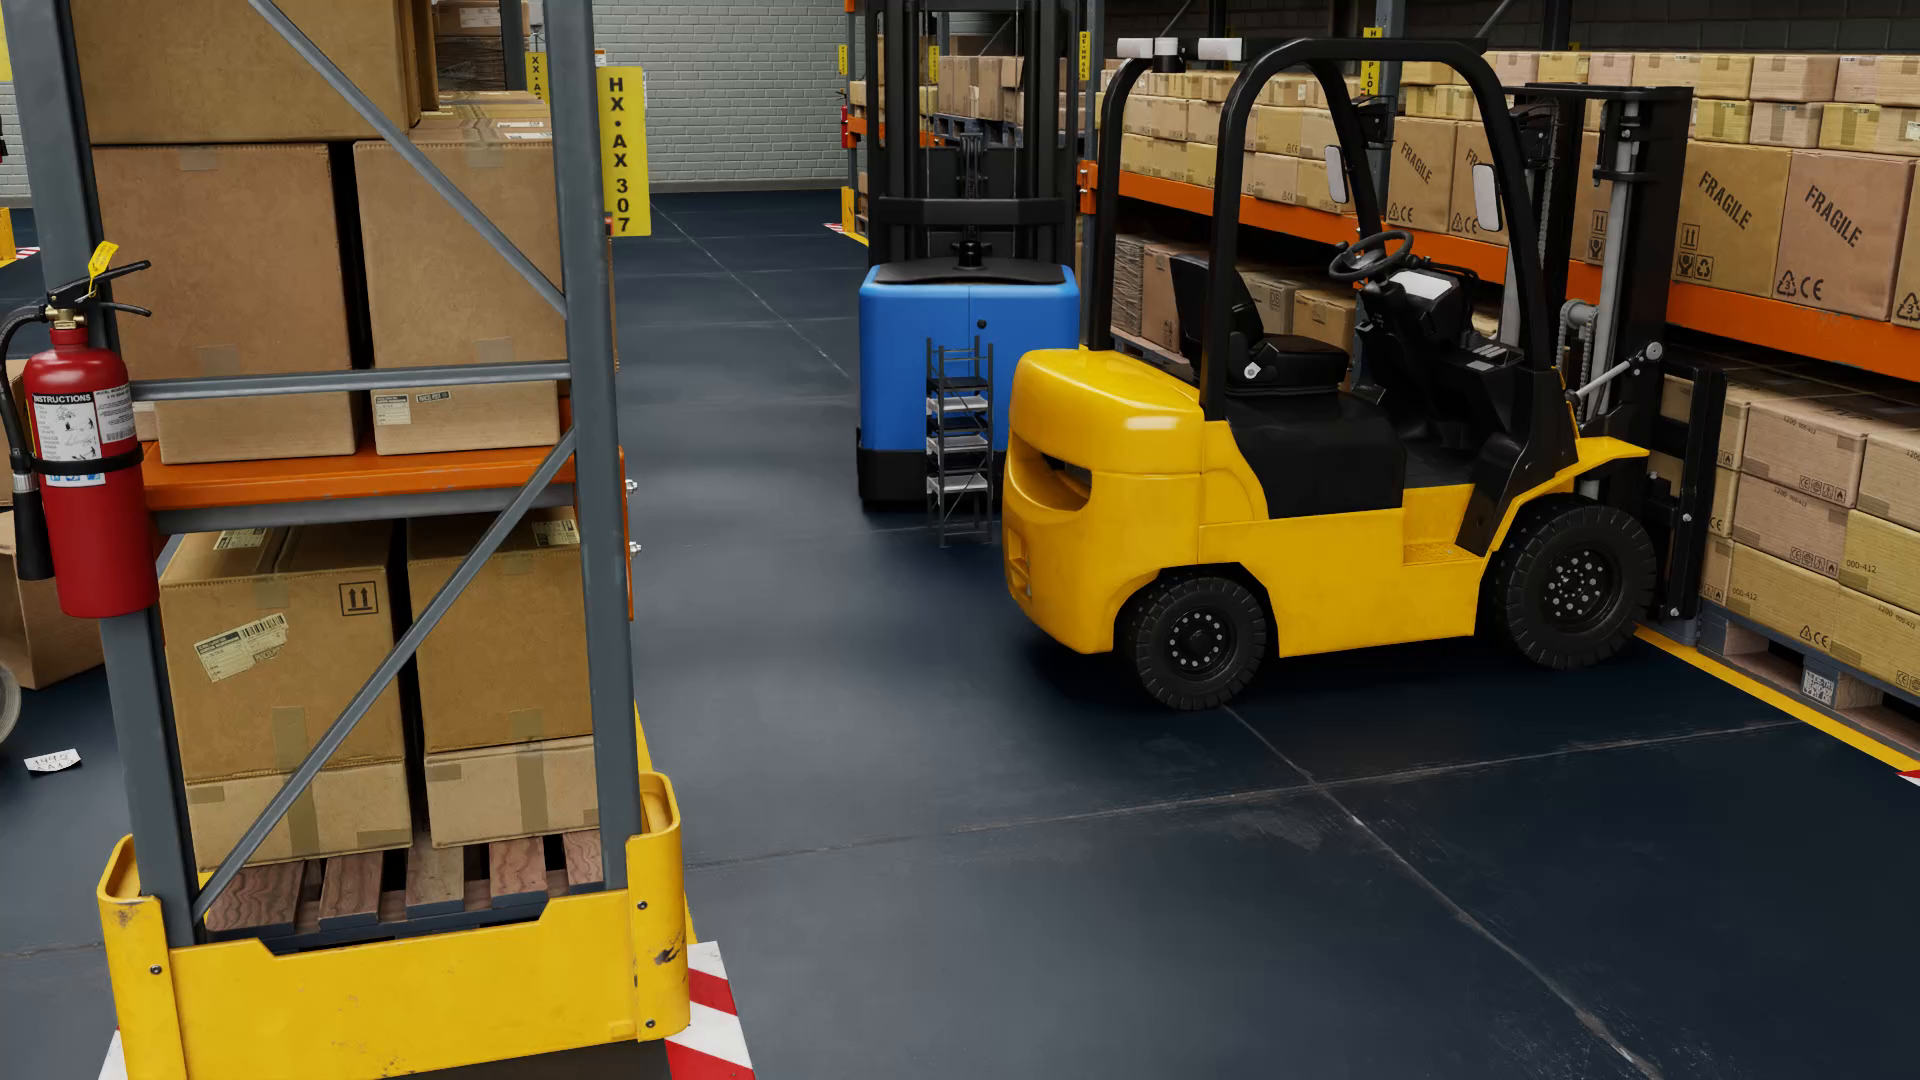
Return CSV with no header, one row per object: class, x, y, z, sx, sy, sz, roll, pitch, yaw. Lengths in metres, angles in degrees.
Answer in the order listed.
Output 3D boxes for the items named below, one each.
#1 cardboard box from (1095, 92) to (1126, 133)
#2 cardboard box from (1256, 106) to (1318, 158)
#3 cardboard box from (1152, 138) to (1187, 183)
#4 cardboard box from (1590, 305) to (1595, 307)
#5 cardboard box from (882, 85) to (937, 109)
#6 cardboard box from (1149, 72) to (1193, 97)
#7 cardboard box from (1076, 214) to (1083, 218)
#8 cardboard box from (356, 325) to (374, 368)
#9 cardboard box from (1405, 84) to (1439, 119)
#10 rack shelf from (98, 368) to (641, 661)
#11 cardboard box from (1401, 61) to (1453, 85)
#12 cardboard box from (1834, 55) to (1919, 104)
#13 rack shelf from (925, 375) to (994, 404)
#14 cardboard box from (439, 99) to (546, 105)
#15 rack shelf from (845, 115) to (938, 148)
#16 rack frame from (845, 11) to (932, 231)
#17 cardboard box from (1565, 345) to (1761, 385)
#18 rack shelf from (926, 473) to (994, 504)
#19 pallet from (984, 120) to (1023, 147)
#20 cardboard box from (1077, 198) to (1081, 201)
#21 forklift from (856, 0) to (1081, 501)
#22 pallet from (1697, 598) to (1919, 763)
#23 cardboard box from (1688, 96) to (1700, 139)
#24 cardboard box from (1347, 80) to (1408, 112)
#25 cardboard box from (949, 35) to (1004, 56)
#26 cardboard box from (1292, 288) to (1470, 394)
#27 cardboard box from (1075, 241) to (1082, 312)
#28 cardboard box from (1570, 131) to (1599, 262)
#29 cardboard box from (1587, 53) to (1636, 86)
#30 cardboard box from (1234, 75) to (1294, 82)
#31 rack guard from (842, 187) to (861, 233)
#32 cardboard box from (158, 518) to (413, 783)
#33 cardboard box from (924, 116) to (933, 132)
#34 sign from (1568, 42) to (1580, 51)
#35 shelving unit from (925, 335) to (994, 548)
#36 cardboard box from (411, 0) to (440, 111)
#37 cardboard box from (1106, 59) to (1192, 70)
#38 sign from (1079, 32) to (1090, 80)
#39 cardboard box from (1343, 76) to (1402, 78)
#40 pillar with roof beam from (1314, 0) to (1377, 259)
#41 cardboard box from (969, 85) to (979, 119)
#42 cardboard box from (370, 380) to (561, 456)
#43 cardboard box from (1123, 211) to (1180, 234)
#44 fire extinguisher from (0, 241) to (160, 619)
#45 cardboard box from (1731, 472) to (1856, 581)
cardboard box,1.247,-2.935,11.400,0.500,0.250,0.500,-5,17,-15
cardboard box,1.955,-2.230,9.053,0.500,0.250,0.500,-5,17,-17
cardboard box,1.553,-2.416,10.542,0.500,0.250,0.500,-5,18,-17
cardboard box,2.959,-0.908,7.573,0.500,0.250,0.500,-5,17,-16
cardboard box,-0.506,-4.629,17.392,0.500,0.250,0.500,-5,17,-17
cardboard box,1.443,-2.944,10.739,0.380,0.149,0.250,-4,17,-15
cardboard box,0.900,-2.416,12.767,0.380,0.149,0.250,-6,18,-18
cardboard box,-1.758,-0.556,4.525,0.380,0.149,0.250,-4,17,-14
cardboard box,2.318,-2.054,7.776,0.380,0.149,0.250,-5,17,-16
rack shelf,-1.738,-0.514,5.199,1.077,0.370,4.000,-5,17,-15
cardboard box,2.286,-2.194,7.725,0.380,0.149,0.250,-4,17,-14
cardboard box,3.089,-1.493,5.389,0.380,0.149,0.250,-5,17,-15
rack shelf,-0.002,-0.660,7.262,0.258,0.077,0.200,-5,17,-15
cardboard box,-1.632,-1.214,5.587,0.500,0.500,0.500,-4,17,-14
rack shelf,-0.264,-4.226,17.559,1.077,0.370,4.000,-5,17,-15
rack frame,-0.814,-5.124,19.297,1.000,3.000,0.127,-5,17,-15
cardboard box,2.730,-0.585,6.496,0.500,0.250,0.500,-5,17,-16
rack shelf,-0.002,-0.229,7.391,0.258,0.077,0.200,-5,17,-15
pallet,0.846,-3.357,13.747,1.003,0.211,1.213,-5,17,-15
cardboard box,1.101,-2.826,14.135,0.380,0.149,0.250,-5,18,-17
forklift,0.067,-1.955,8.866,1.130,2.935,3.031,0,17,1
pallet,3.333,0.429,5.658,1.003,0.211,1.213,-5,17,-15
cardboard box,2.860,-1.560,6.130,0.380,0.149,0.250,-5,17,-16
cardboard box,2.176,-2.240,8.395,0.380,0.149,0.250,-4,17,-13
cardboard box,0.132,-4.880,16.926,0.500,0.500,0.500,-5,17,-17
cardboard box,2.330,-1.012,9.005,0.875,0.625,0.625,-4,17,-13
cardboard box,1.062,-2.015,12.562,0.500,0.500,0.500,-4,17,-14
cardboard box,2.654,-1.427,6.814,0.500,0.500,0.500,-5,17,-16
cardboard box,2.716,-1.844,6.559,0.380,0.149,0.250,-5,17,-15
cardboard box,1.797,-2.592,9.564,0.380,0.149,0.250,-5,17,-15
rack guard,-0.793,-3.906,19.587,1.175,0.500,0.348,-5,17,-15
cardboard box,-1.659,0.251,4.150,0.500,0.500,0.500,-5,17,-15
cardboard box,-0.138,-4.036,16.111,0.380,0.149,0.250,-4,17,-14
sign,3.017,-2.302,8.258,0.100,0.325,0.005,-5,17,-15
shelving unit,-0.002,-0.433,7.330,0.258,0.900,0.210,-5,17,-15
cardboard box,-1.913,-1.521,4.872,0.700,0.500,0.500,-5,17,-16
cardboard box,1.393,-3.315,12.370,0.500,0.500,0.500,-4,17,-13
sign,0.865,-3.382,11.623,0.100,0.325,0.005,-5,17,-15
cardboard box,2.368,-2.565,9.476,0.380,0.149,0.250,-5,17,-15
pillar with roof beam,-1.530,-5.155,8.971,9.100,9.000,0.400,-5,17,-15
cardboard box,0.298,-3.740,14.192,0.396,0.266,0.258,-4,17,-13
cardboard box,-1.083,-0.295,3.657,0.380,0.149,0.250,-5,17,-15
cardboard box,1.494,-2.470,12.950,0.380,0.149,0.250,-4,17,-14
fire extinguisher,-1.600,-0.200,3.038,0.296,0.674,0.183,-5,17,-15
cardboard box,3.021,-0.072,5.657,0.500,0.250,0.500,-5,17,-16
